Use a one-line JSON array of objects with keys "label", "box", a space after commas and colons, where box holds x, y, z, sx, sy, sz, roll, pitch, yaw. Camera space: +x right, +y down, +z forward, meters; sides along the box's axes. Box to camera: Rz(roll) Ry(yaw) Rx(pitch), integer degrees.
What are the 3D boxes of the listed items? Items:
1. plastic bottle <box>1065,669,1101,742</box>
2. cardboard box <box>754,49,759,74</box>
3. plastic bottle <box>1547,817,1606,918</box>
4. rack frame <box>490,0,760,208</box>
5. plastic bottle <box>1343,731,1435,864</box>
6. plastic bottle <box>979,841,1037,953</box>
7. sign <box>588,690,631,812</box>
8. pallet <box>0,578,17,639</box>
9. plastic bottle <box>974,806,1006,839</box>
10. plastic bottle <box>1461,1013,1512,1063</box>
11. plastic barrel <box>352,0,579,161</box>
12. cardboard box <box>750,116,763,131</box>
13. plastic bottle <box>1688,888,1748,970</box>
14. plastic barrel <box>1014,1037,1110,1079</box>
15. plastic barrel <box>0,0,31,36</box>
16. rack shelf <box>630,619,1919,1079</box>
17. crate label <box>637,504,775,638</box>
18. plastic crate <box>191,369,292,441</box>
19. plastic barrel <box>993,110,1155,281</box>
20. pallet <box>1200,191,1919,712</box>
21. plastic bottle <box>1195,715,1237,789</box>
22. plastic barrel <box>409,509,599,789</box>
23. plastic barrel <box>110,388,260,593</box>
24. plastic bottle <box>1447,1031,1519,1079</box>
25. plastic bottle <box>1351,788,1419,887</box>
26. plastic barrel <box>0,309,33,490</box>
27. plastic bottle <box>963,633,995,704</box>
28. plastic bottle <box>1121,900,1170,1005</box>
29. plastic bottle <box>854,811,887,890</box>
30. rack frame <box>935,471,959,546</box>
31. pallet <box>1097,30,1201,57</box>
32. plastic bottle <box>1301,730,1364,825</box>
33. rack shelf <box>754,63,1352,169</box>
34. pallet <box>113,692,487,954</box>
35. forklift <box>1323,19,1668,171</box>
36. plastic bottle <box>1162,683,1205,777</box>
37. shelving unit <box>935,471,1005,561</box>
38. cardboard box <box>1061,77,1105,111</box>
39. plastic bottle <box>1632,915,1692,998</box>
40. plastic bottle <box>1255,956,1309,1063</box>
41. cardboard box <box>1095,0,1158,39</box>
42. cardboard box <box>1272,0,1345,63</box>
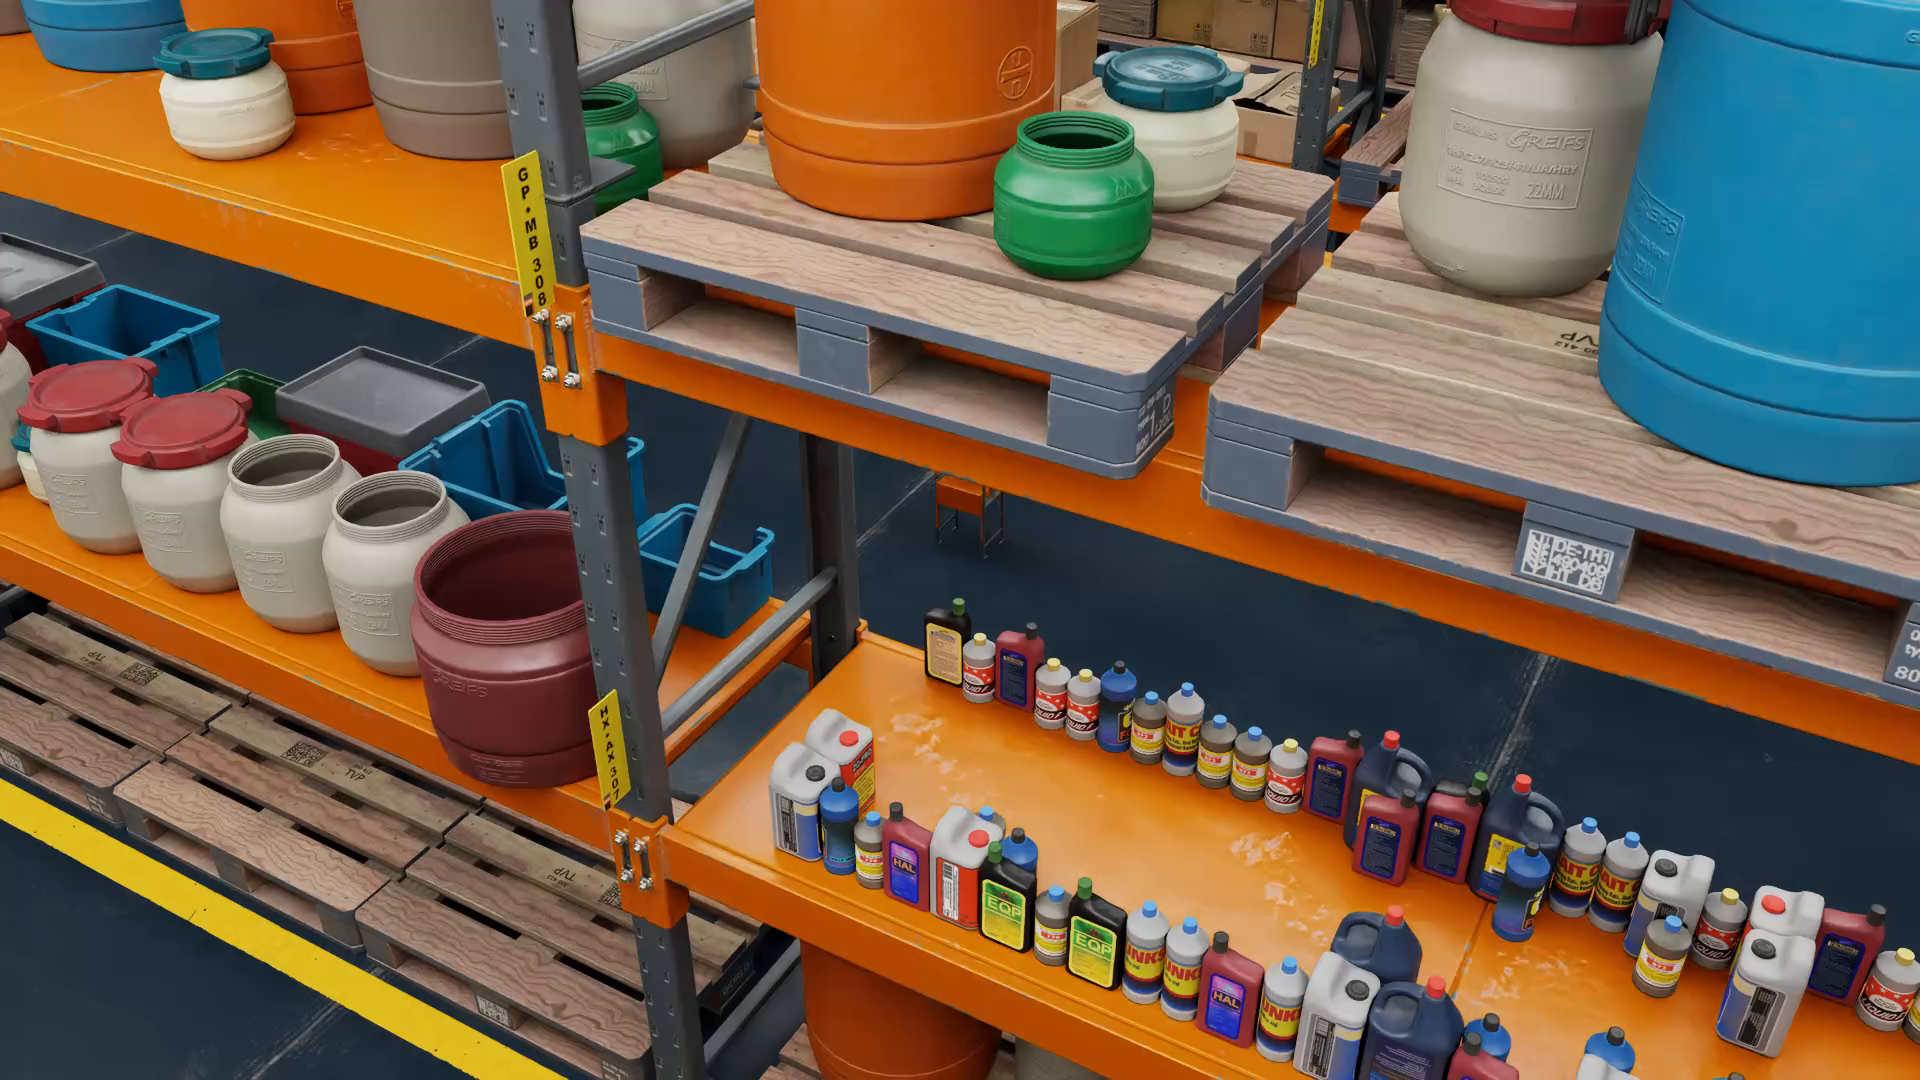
[{"label": "plastic bottle", "box": [0.341, 0.444, 4.557, 0.097, 0.201, 0.097, 0, 34, 0]}, {"label": "cardboard box", "box": [-0.942, -2.712, 9.343, 0.250, 0.149, 0.380, 18, 37, 24]}, {"label": "plastic bottle", "box": [1.485, 0.777, 3.993, 0.097, 0.271, 0.097, 0, 34, 0]}, {"label": "rack frame", "box": [-0.598, -2.173, 2.894, 0.127, 3.000, 1.000, 18, 37, 24]}, {"label": "plastic bottle", "box": [1.075, 0.629, 4.144, 0.185, 0.351, 0.144, 18, 37, 24]}, {"label": "plastic bottle", "box": [0.113, 0.833, 3.897, 0.133, 0.283, 0.061, 18, 37, 24]}, {"label": "sign", "box": [-0.865, 0.523, 4.111, 0.005, 0.325, 0.100, 18, 37, 24]}, {"label": "pallet", "box": [-4.633, 0.180, 7.289, 1.213, 0.211, 1.003, 18, 37, 24]}, {"label": "plastic bottle", "box": [0.065, 0.744, 4.106, 0.097, 0.201, 0.097, 0, 34, 0]}, {"label": "plastic bottle", "box": [1.099, 1.100, 3.507, 0.097, 0.271, 0.097, 0, 34, 0]}, {"label": "plastic barrel", "box": [-1.203, -1.463, 4.082, 0.600, 0.901, 0.600, 0, 34, 0]}, {"label": "cardboard box", "box": [-1.116, -2.449, 10.317, 0.500, 0.311, 0.500, 18, 37, 24]}, {"label": "plastic bottle", "box": [1.771, 0.897, 3.876, 0.097, 0.201, 0.097, 0, 34, 0]}, {"label": "plastic barrel", "box": [0.370, 1.424, 4.771, 0.421, 0.512, 0.421, 0, 34, 0]}, {"label": "plastic barrel", "box": [-2.954, -2.018, 4.915, 0.600, 0.901, 0.600, 0, 34, 0]}, {"label": "rack shelf", "box": [1.138, 1.174, 3.930, 4.000, 0.370, 1.077, 18, 37, 24]}, {"label": "crate label", "box": [-0.778, 0.098, 5.048, 0.416, 0.233, 0.303, 18, 37, 24]}, {"label": "plastic crate", "box": [-2.419, -0.344, 5.752, 0.662, 0.188, 0.450, 18, 37, 24]}, {"label": "plastic barrel", "box": [0.208, -0.632, 3.048, 0.294, 0.245, 0.294, 0, 34, 0]}, {"label": "pallet", "box": [1.160, -0.225, 2.845, 1.213, 0.211, 1.003, 18, 37, 24]}, {"label": "plastic bottle", "box": [0.679, 0.551, 4.396, 0.097, 0.201, 0.097, 0, 34, 0]}, {"label": "plastic barrel", "box": [-1.151, 0.286, 4.492, 0.708, 0.536, 0.600, 18, 37, 24]}, {"label": "plastic barrel", "box": [-2.337, -0.143, 5.136, 0.433, 0.535, 0.433, 0, 34, 0]}, {"label": "plastic bottle", "box": [1.075, 1.138, 3.439, 0.133, 0.283, 0.061, 18, 37, 24]}, {"label": "plastic bottle", "box": [1.046, 0.713, 4.078, 0.133, 0.283, 0.061, 18, 37, 24]}, {"label": "plastic barrel", "box": [-3.349, -0.464, 5.617, 0.433, 0.535, 0.433, 0, 34, 0]}, {"label": "plastic bottle", "box": [0.056, 0.353, 4.692, 0.097, 0.201, 0.097, 0, 34, 0]}, {"label": "plastic bottle", "box": [0.422, 0.925, 3.771, 0.097, 0.271, 0.097, 0, 34, 0]}, {"label": "plastic bottle", "box": [-0.211, 0.753, 4.092, 0.097, 0.201, 0.097, 0, 34, 0]}, {"label": "rack frame", "box": [-0.059, -0.456, 7.487, 0.008, 1.050, 0.200, 18, 37, 24]}, {"label": "pallet", "box": [1.521, -4.169, 13.820, 1.213, 0.211, 1.003, 18, 37, 24]}, {"label": "plastic bottle", "box": [0.957, 0.593, 4.258, 0.133, 0.283, 0.061, 18, 37, 24]}, {"label": "rack shelf", "box": [0.126, -2.309, 9.160, 4.000, 0.370, 1.077, 18, 37, 24]}, {"label": "pallet", "box": [-2.307, 0.917, 6.182, 1.213, 0.211, 1.003, 18, 37, 24]}, {"label": "forklift", "box": [3.505, -3.136, 9.816, 1.130, 2.935, 3.031, -22, 40, -30]}, {"label": "plastic bottle", "box": [0.594, 0.495, 4.417, 0.097, 0.271, 0.097, 0, 34, 0]}, {"label": "shelving unit", "box": [0.046, -0.422, 7.437, 0.252, 1.050, 0.215, 18, 37, 24]}, {"label": "cardboard box", "box": [0.728, -2.277, 8.690, 0.250, 0.149, 0.380, 21, 39, 28]}, {"label": "plastic bottle", "box": [1.611, 0.943, 3.807, 0.097, 0.201, 0.097, 0, 34, 0]}, {"label": "plastic bottle", "box": [0.707, 1.015, 3.635, 0.097, 0.271, 0.097, 0, 34, 0]}, {"label": "cardboard box", "box": [1.492, -4.491, 13.647, 0.500, 0.500, 0.700, 19, 38, 26]}, {"label": "cardboard box", "box": [2.832, -4.079, 13.028, 0.500, 0.500, 0.700, 17, 37, 24]}]
